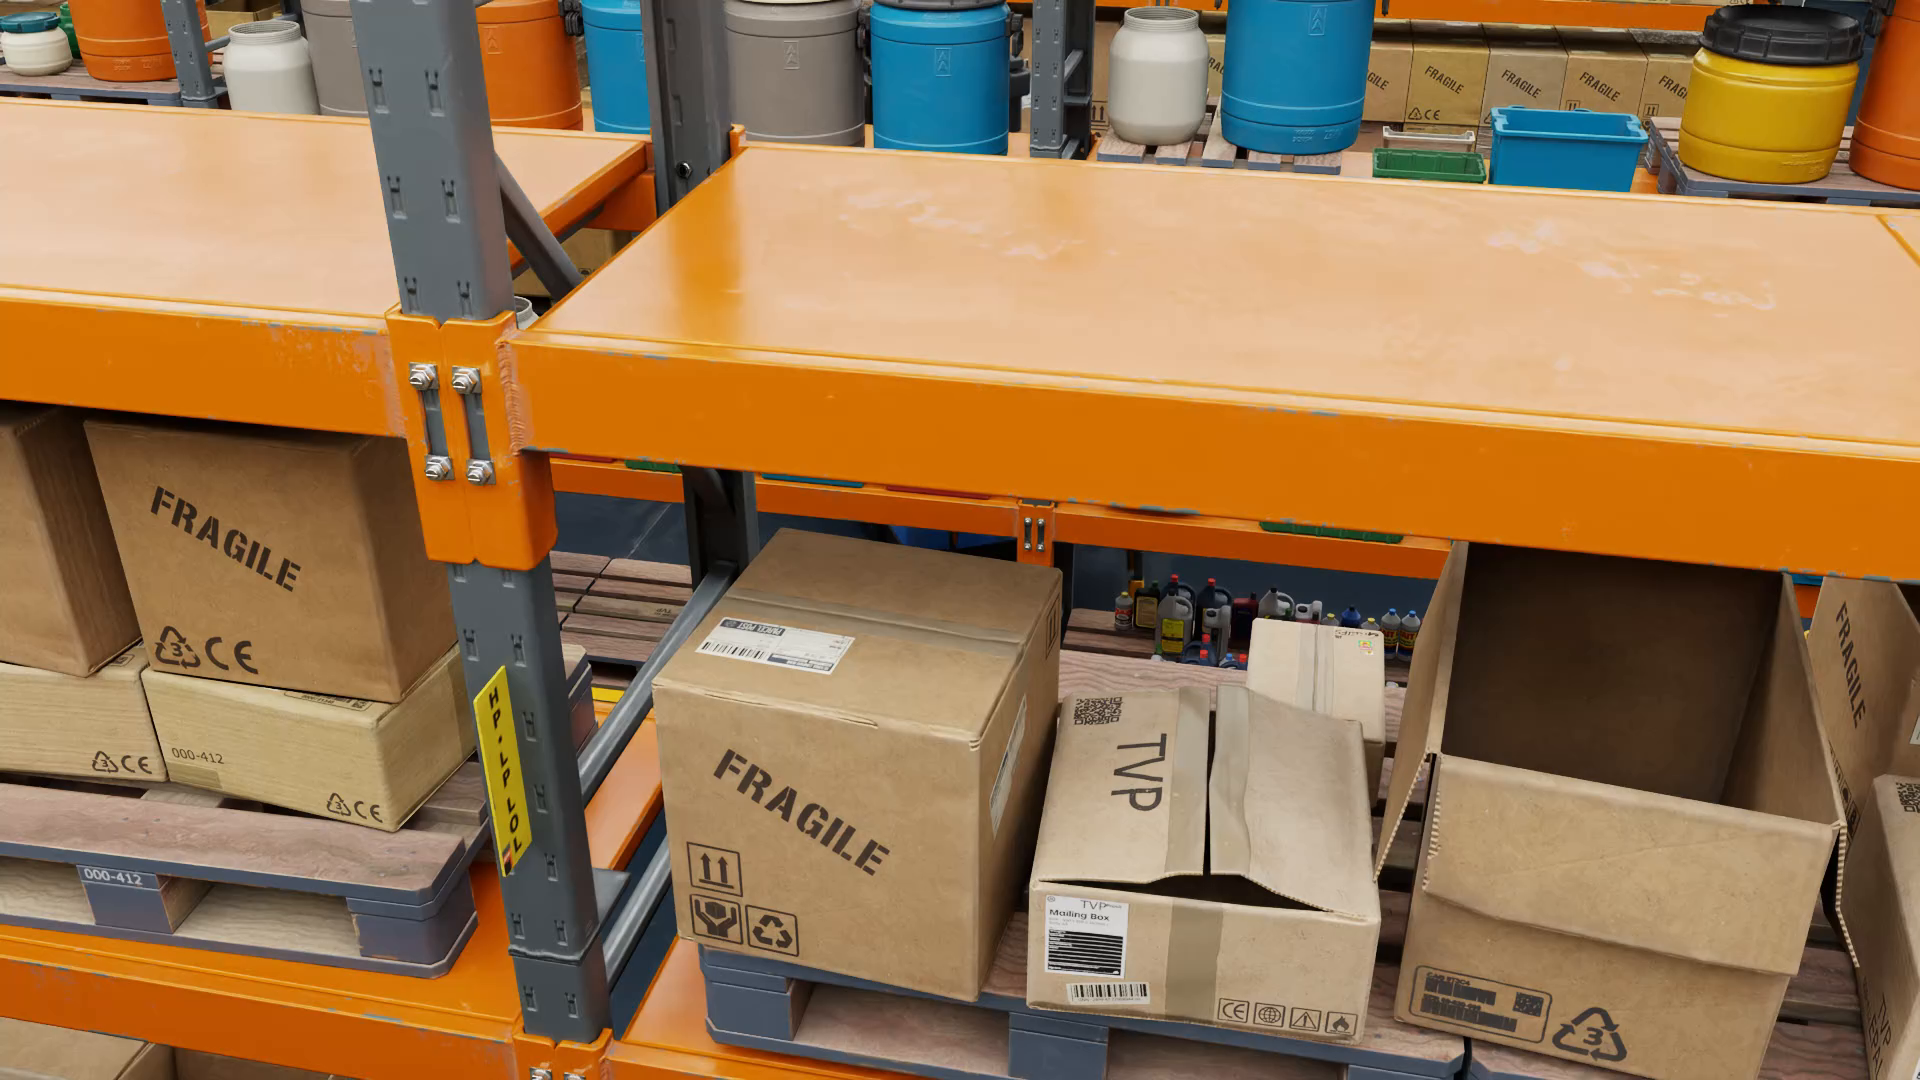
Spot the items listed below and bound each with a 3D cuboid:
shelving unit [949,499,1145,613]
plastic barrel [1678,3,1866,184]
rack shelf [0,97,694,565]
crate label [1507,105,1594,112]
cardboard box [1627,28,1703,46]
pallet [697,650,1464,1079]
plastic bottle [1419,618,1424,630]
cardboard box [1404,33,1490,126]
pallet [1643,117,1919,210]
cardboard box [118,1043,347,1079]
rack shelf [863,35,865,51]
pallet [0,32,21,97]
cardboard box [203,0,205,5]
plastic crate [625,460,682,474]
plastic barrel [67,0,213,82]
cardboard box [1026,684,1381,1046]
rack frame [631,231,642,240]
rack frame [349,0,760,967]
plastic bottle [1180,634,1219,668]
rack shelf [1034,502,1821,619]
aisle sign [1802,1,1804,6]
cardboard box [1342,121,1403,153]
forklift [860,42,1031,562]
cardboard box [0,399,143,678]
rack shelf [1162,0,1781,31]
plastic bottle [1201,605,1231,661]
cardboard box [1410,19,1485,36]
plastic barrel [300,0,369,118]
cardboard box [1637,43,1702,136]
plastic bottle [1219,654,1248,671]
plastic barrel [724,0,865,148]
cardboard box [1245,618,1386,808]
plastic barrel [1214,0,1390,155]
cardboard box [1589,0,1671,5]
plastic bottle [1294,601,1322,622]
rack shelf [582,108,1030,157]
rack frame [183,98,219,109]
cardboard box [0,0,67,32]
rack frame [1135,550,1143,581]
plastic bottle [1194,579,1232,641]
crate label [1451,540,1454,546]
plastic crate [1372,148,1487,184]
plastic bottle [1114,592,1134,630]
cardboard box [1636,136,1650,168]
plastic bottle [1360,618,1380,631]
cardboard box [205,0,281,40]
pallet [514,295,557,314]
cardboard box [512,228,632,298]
[{"bbox_3d":[0.458,-0.345,9.100,1.083,1.500,0.587,-1,28,5],"label":"shelving unit"},{"bbox_3d":[3.229,-1.788,6.635,0.600,0.588,0.600,0,29,0],"label":"plastic barrel"},{"bbox_3d":[-2.536,-0.567,3.081,4.000,0.370,1.077,6,29,11],"label":"rack shelf"},{"bbox_3d":[2.608,-1.744,7.344,0.408,0.251,0.502,6,29,11],"label":"crate label"},{"bbox_3d":[4.923,-3.273,11.650,0.500,0.500,0.500,6,29,11],"label":"cardboard box"},{"bbox_3d":[0.260,0.570,3.053,1.213,0.211,1.003,6,29,11],"label":"pallet"},{"bbox_3d":[2.444,0.488,8.605,0.133,0.283,0.061,6,29,11],"label":"plastic bottle"},{"bbox_3d":[3.349,-3.182,11.483,0.500,0.500,0.500,6,29,11],"label":"cardboard box"},{"bbox_3d":[3.581,-1.513,6.962,1.213,0.211,1.003,6,29,11],"label":"pallet"},{"bbox_3d":[-1.843,1.593,4.113,0.500,0.500,0.500,8,30,14],"label":"cardboard box"},{"bbox_3d":[0.671,-5.082,17.159,4.000,0.370,1.077,6,29,11],"label":"rack shelf"},{"bbox_3d":[-5.469,-2.442,8.660,1.213,0.211,1.003,6,29,11],"label":"pallet"},{"bbox_3d":[-8.351,-6.046,18.431,0.250,0.149,0.380,5,29,9],"label":"cardboard box"},{"bbox_3d":[-1.304,-0.501,8.262,0.662,0.188,0.450,6,29,11],"label":"plastic crate"},{"bbox_3d":[-4.008,-2.700,8.049,0.708,0.830,0.600,6,29,11],"label":"plastic barrel"},{"bbox_3d":[0.386,0.480,2.635,0.500,0.311,0.500,4,29,8],"label":"cardboard box"},{"bbox_3d":[-2.419,-3.279,13.116,0.127,3.000,1.000,6,29,11],"label":"rack frame"},{"bbox_3d":[-0.580,-0.858,2.446,0.127,3.000,1.000,6,29,11],"label":"rack frame"},{"bbox_3d":[1.191,0.625,8.285,0.185,0.351,0.144,6,29,11],"label":"plastic bottle"},{"bbox_3d":[2.414,-0.036,7.941,4.000,0.370,1.077,6,29,11],"label":"rack shelf"},{"bbox_3d":[5.402,-3.470,10.758,0.004,0.787,0.394,6,29,11],"label":"aisle sign"},{"bbox_3d":[2.911,-2.909,12.025,0.500,0.500,0.875,6,29,11],"label":"cardboard box"},{"bbox_3d":[-0.275,-1.679,10.265,1.130,2.935,3.031,-9,30,-16],"label":"forklift"},{"bbox_3d":[-1.737,-0.116,3.152,0.500,0.500,0.500,9,30,15],"label":"cardboard box"},{"bbox_3d":[3.448,-3.678,11.469,4.000,0.370,1.077,6,29,11],"label":"rack shelf"},{"bbox_3d":[1.330,0.470,8.645,0.135,0.276,0.152,6,29,11],"label":"plastic bottle"},{"bbox_3d":[3.456,-3.423,11.924,0.500,0.500,0.500,6,29,11],"label":"cardboard box"},{"bbox_3d":[-2.696,-2.304,7.690,0.600,0.901,0.600,0,29,0],"label":"plastic barrel"},{"bbox_3d":[4.815,-3.029,11.204,0.500,0.500,0.500,6,29,11],"label":"cardboard box"},{"bbox_3d":[1.346,0.712,8.127,0.185,0.351,0.144,5,29,8],"label":"plastic bottle"},{"bbox_3d":[-0.724,-2.102,7.321,0.600,0.901,0.600,0,29,0],"label":"plastic barrel"},{"bbox_3d":[0.657,0.315,3.105,0.250,0.149,0.380,6,29,11],"label":"cardboard box"},{"bbox_3d":[1.409,-2.122,6.919,0.708,0.901,0.600,6,29,11],"label":"plastic barrel"},{"bbox_3d":[4.391,-3.705,10.926,0.500,0.250,0.500,6,29,11],"label":"cardboard box"},{"bbox_3d":[1.810,0.449,8.685,0.135,0.276,0.152,6,29,11],"label":"plastic bottle"},{"bbox_3d":[-1.498,-1.753,7.953,4.000,0.370,1.077,6,29,11],"label":"rack shelf"},{"bbox_3d":[-3.454,-0.953,8.867,0.127,3.000,1.000,6,29,11],"label":"rack frame"},{"bbox_3d":[-7.736,-4.345,14.128,0.500,0.500,0.500,5,29,9],"label":"cardboard box"},{"bbox_3d":[0.974,-0.351,9.054,0.032,1.500,0.500,-1,28,5],"label":"rack frame"},{"bbox_3d":[1.336,0.365,8.759,0.185,0.351,0.144,4,29,8],"label":"plastic bottle"},{"bbox_3d":[2.514,-0.224,7.499,0.616,0.435,0.502,6,29,11],"label":"crate label"},{"bbox_3d":[1.944,-1.489,6.943,0.450,0.188,0.336,6,29,11],"label":"plastic crate"},{"bbox_3d":[0.878,0.373,8.902,0.097,0.201,0.097,0,29,0],"label":"plastic bottle"},{"bbox_3d":[4.872,-2.719,11.679,0.500,0.500,0.875,6,29,11],"label":"cardboard box"},{"bbox_3d":[2.132,0.501,8.667,0.097,0.201,0.097,0,29,0],"label":"plastic bottle"},{"bbox_3d":[-5.705,-4.104,13.474,0.637,0.503,0.797,5,29,9],"label":"cardboard box"},{"bbox_3d":[-3.175,-2.170,13.995,1.213,0.211,1.003,6,29,11],"label":"pallet"},{"bbox_3d":[-3.090,-2.610,13.670,0.875,0.875,1.225,5,29,8],"label":"cardboard box"}]
